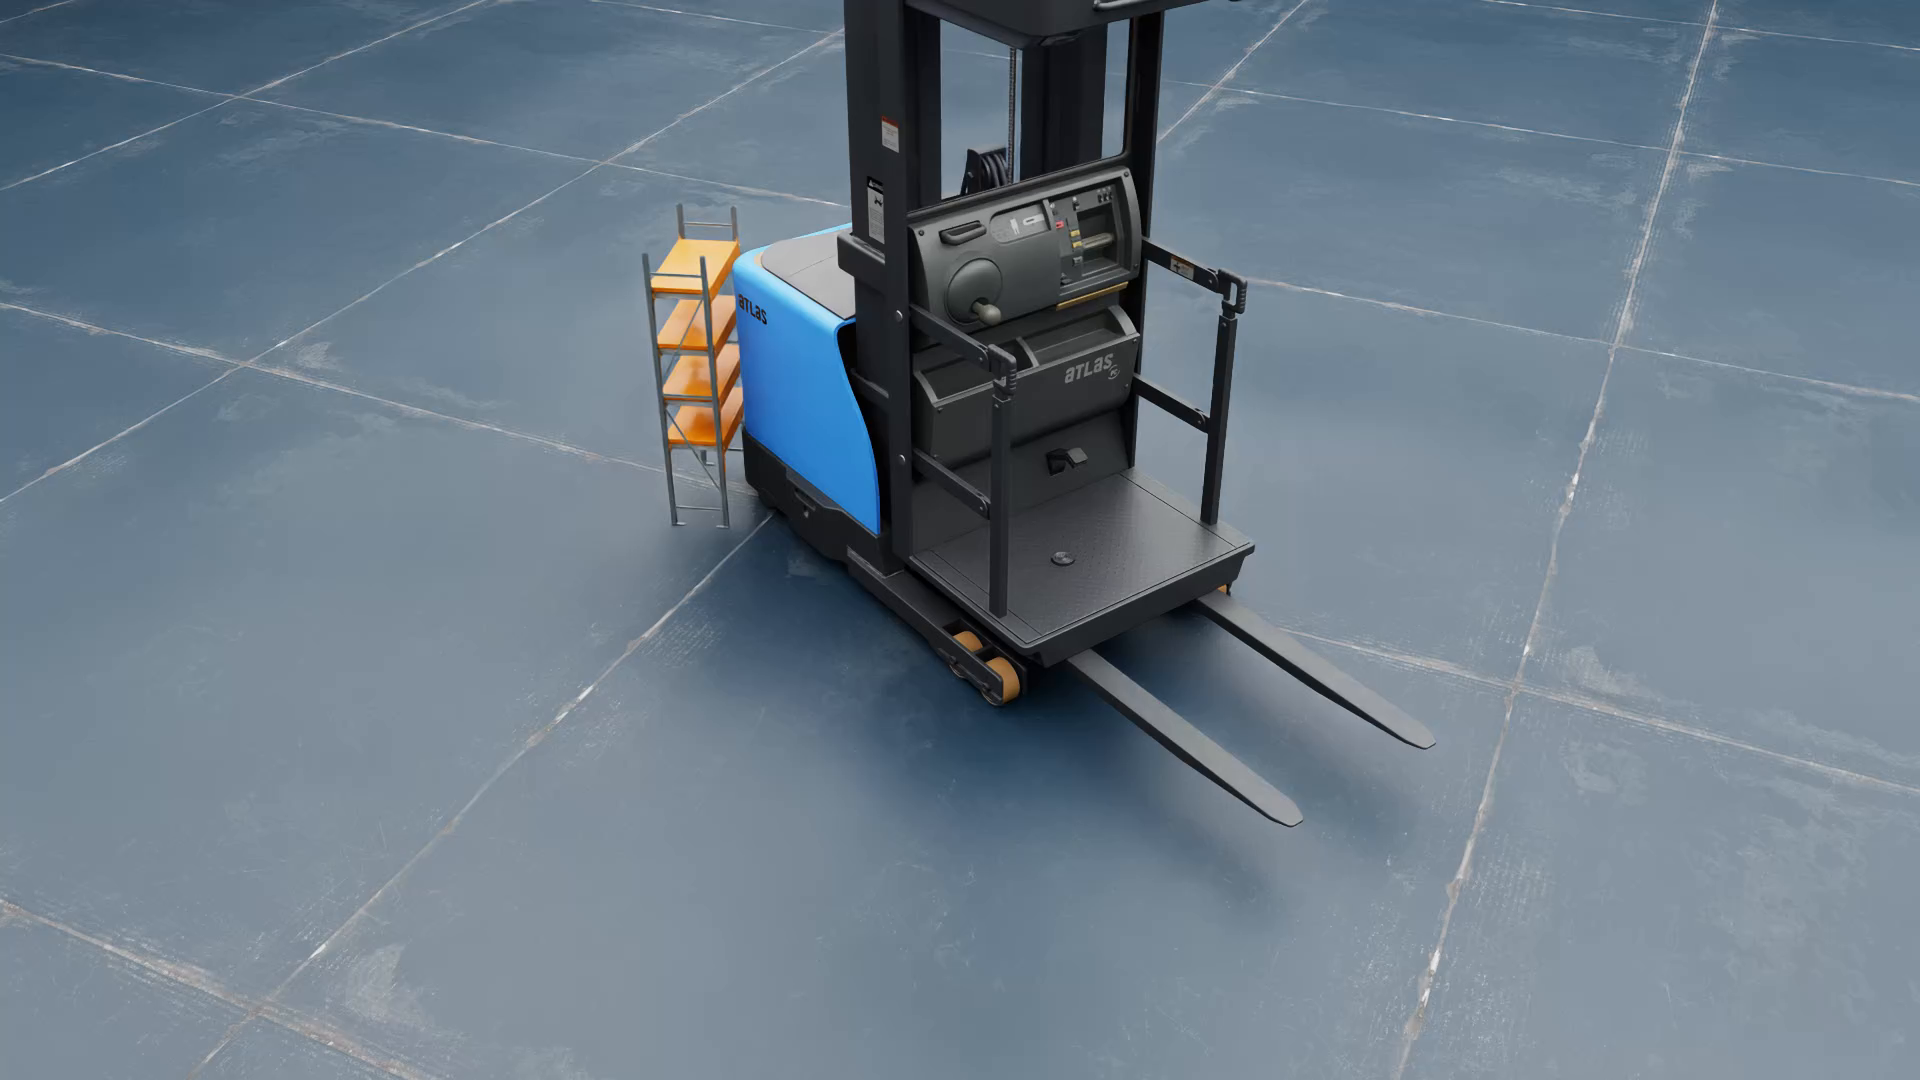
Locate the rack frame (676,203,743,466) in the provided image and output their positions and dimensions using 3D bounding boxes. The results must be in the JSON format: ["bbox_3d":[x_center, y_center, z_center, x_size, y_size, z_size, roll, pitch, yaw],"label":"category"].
[{"bbox_3d":[-1.005,-0.824,6.913,0.240,1.200,0.015,4,33,6],"label":"rack frame"}]

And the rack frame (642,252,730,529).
[{"bbox_3d":[-1.065,-0.559,6.508,0.240,1.200,0.015,4,33,6],"label":"rack frame"}]

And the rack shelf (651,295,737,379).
[{"bbox_3d":[-1.035,-0.822,6.624,0.258,0.148,0.480,4,33,6],"label":"rack shelf"}]

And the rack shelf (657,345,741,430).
[{"bbox_3d":[-1.035,-0.635,6.747,0.258,0.148,0.480,4,33,6],"label":"rack shelf"}]

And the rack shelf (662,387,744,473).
[{"bbox_3d":[-1.035,-0.469,6.856,0.258,0.148,0.480,4,33,6],"label":"rack shelf"}]

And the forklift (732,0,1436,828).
[{"bbox_3d":[0.371,-0.949,5.525,1.130,2.935,3.031,-22,39,-30],"label":"forklift"}]

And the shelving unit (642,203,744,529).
[{"bbox_3d":[-1.035,-0.691,6.710,0.258,1.200,0.503,4,33,6],"label":"shelving unit"}]

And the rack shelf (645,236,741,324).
[{"bbox_3d":[-1.035,-1.020,6.495,0.258,0.148,0.480,4,33,6],"label":"rack shelf"}]
